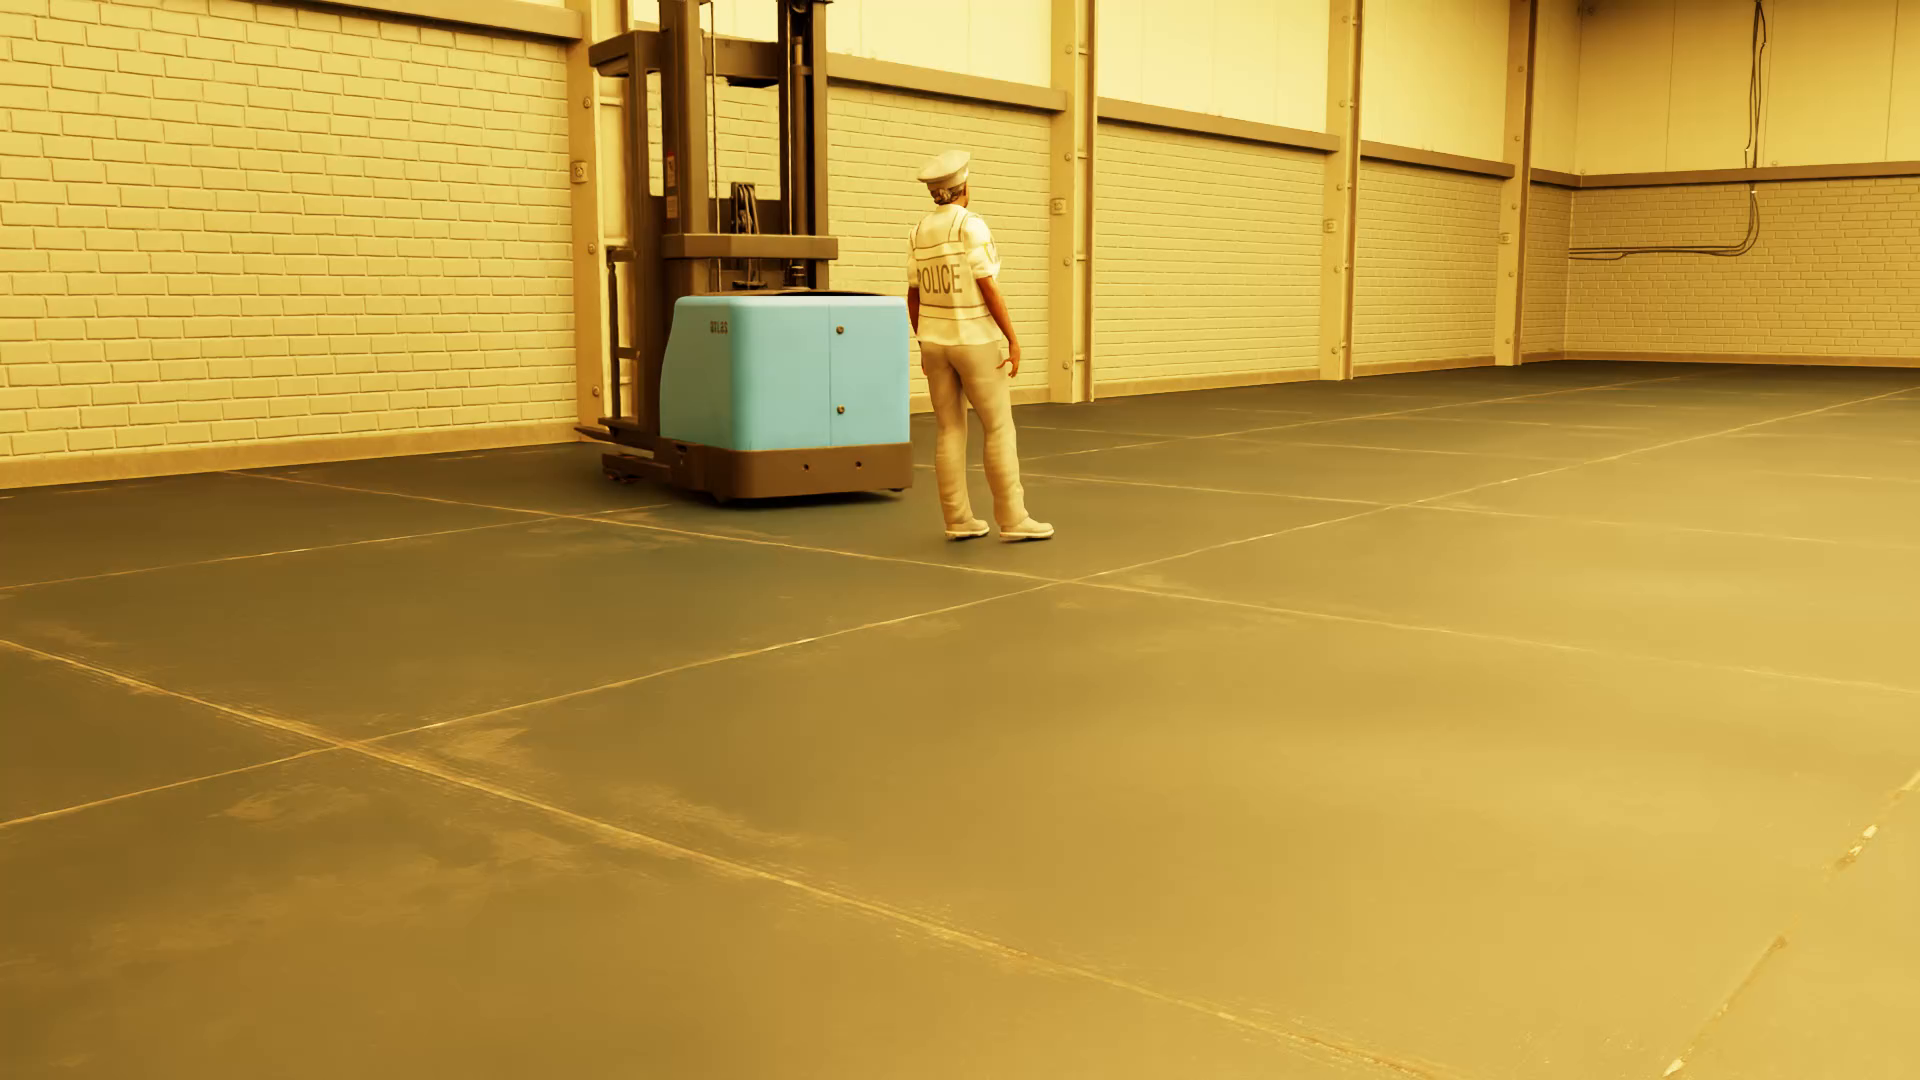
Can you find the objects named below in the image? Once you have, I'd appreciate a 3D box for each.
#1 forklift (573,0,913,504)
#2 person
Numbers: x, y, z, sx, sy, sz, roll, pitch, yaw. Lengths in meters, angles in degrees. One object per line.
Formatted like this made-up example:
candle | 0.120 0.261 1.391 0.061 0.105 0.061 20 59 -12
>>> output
forklift | -1.452 -1.806 9.624 1.130 2.935 3.031 -5 10 -31
person | 0.062 -0.851 7.327 0.570 1.692 0.530 7 11 38
